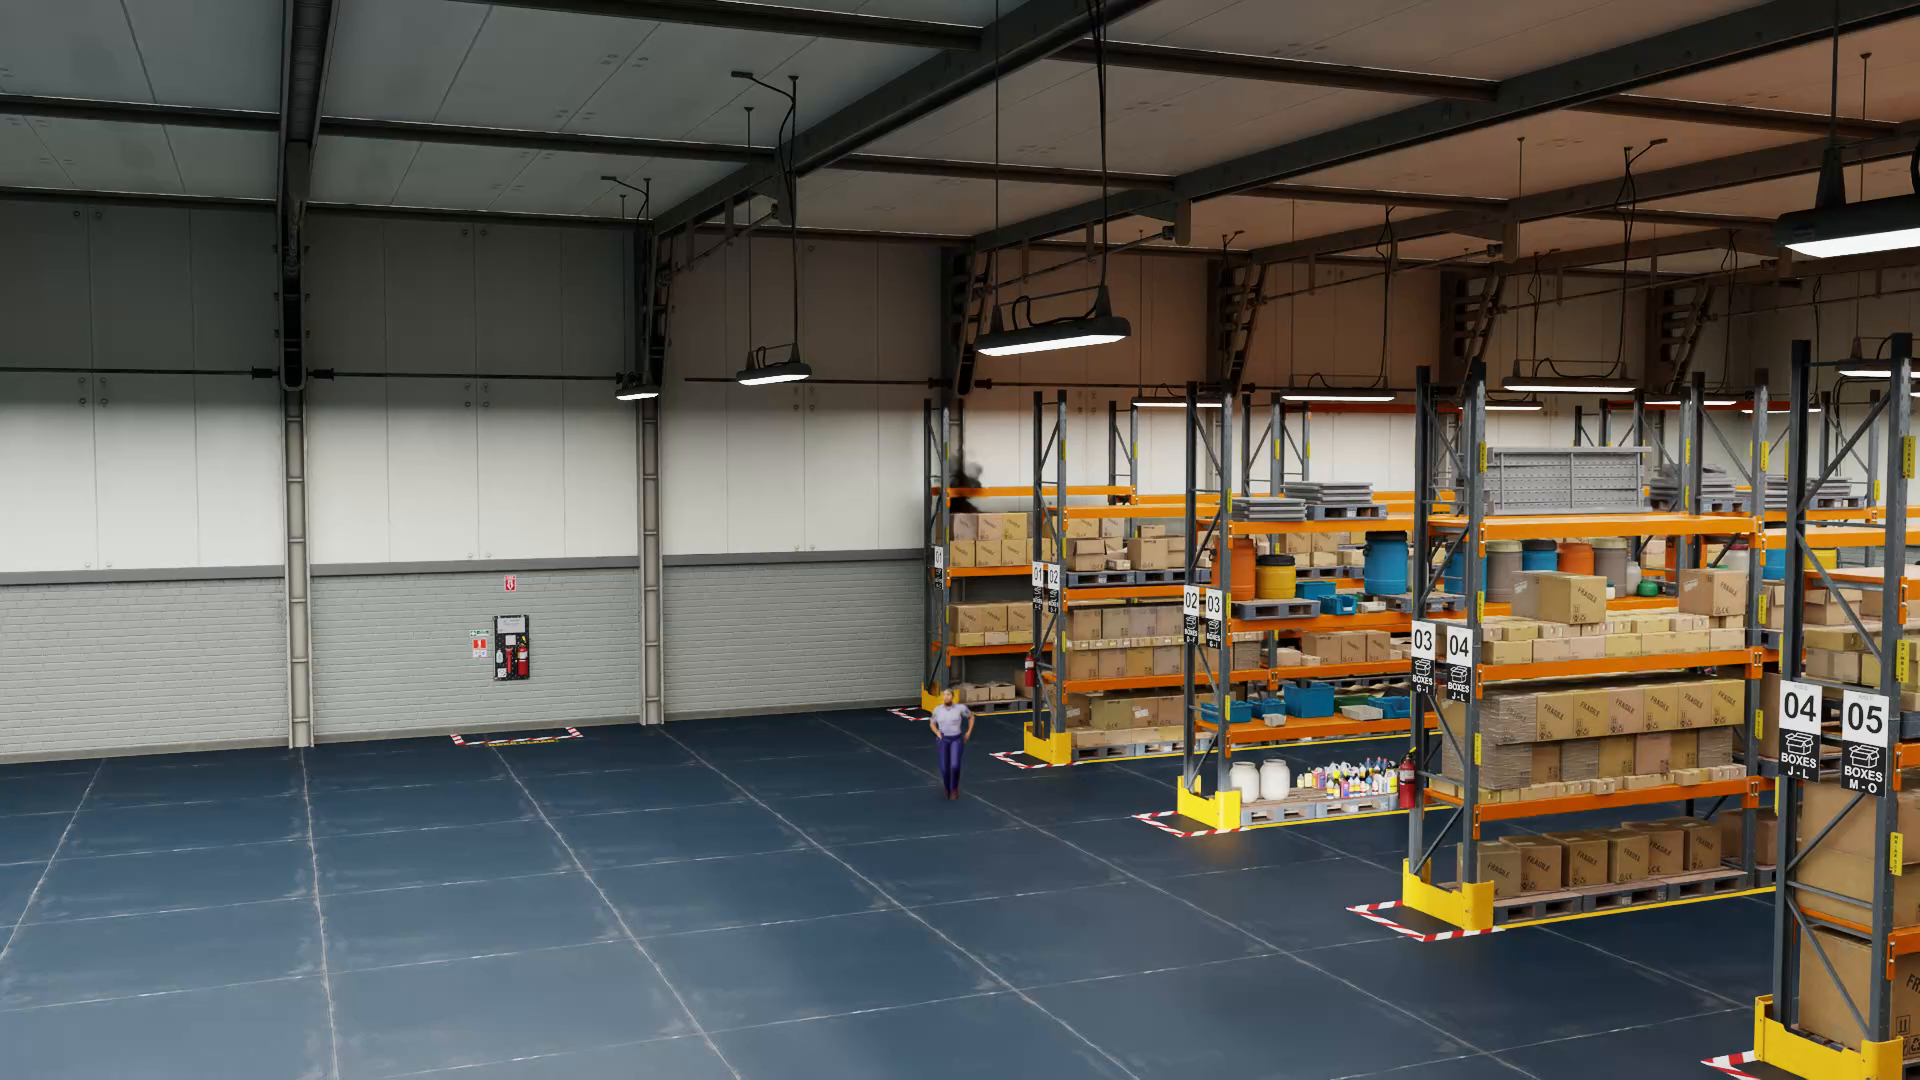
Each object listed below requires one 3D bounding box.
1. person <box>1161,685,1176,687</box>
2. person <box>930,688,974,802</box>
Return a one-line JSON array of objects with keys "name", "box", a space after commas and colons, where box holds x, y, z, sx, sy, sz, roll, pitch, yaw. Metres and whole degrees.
[{"name": "person", "box": [3.863, 2.497, 30.220, 0.839, 1.792, 0.686, -2, 4, -29]}, {"name": "person", "box": [-0.136, 2.951, 23.997, 0.614, 1.632, 0.653, 1, 3, 10]}]
